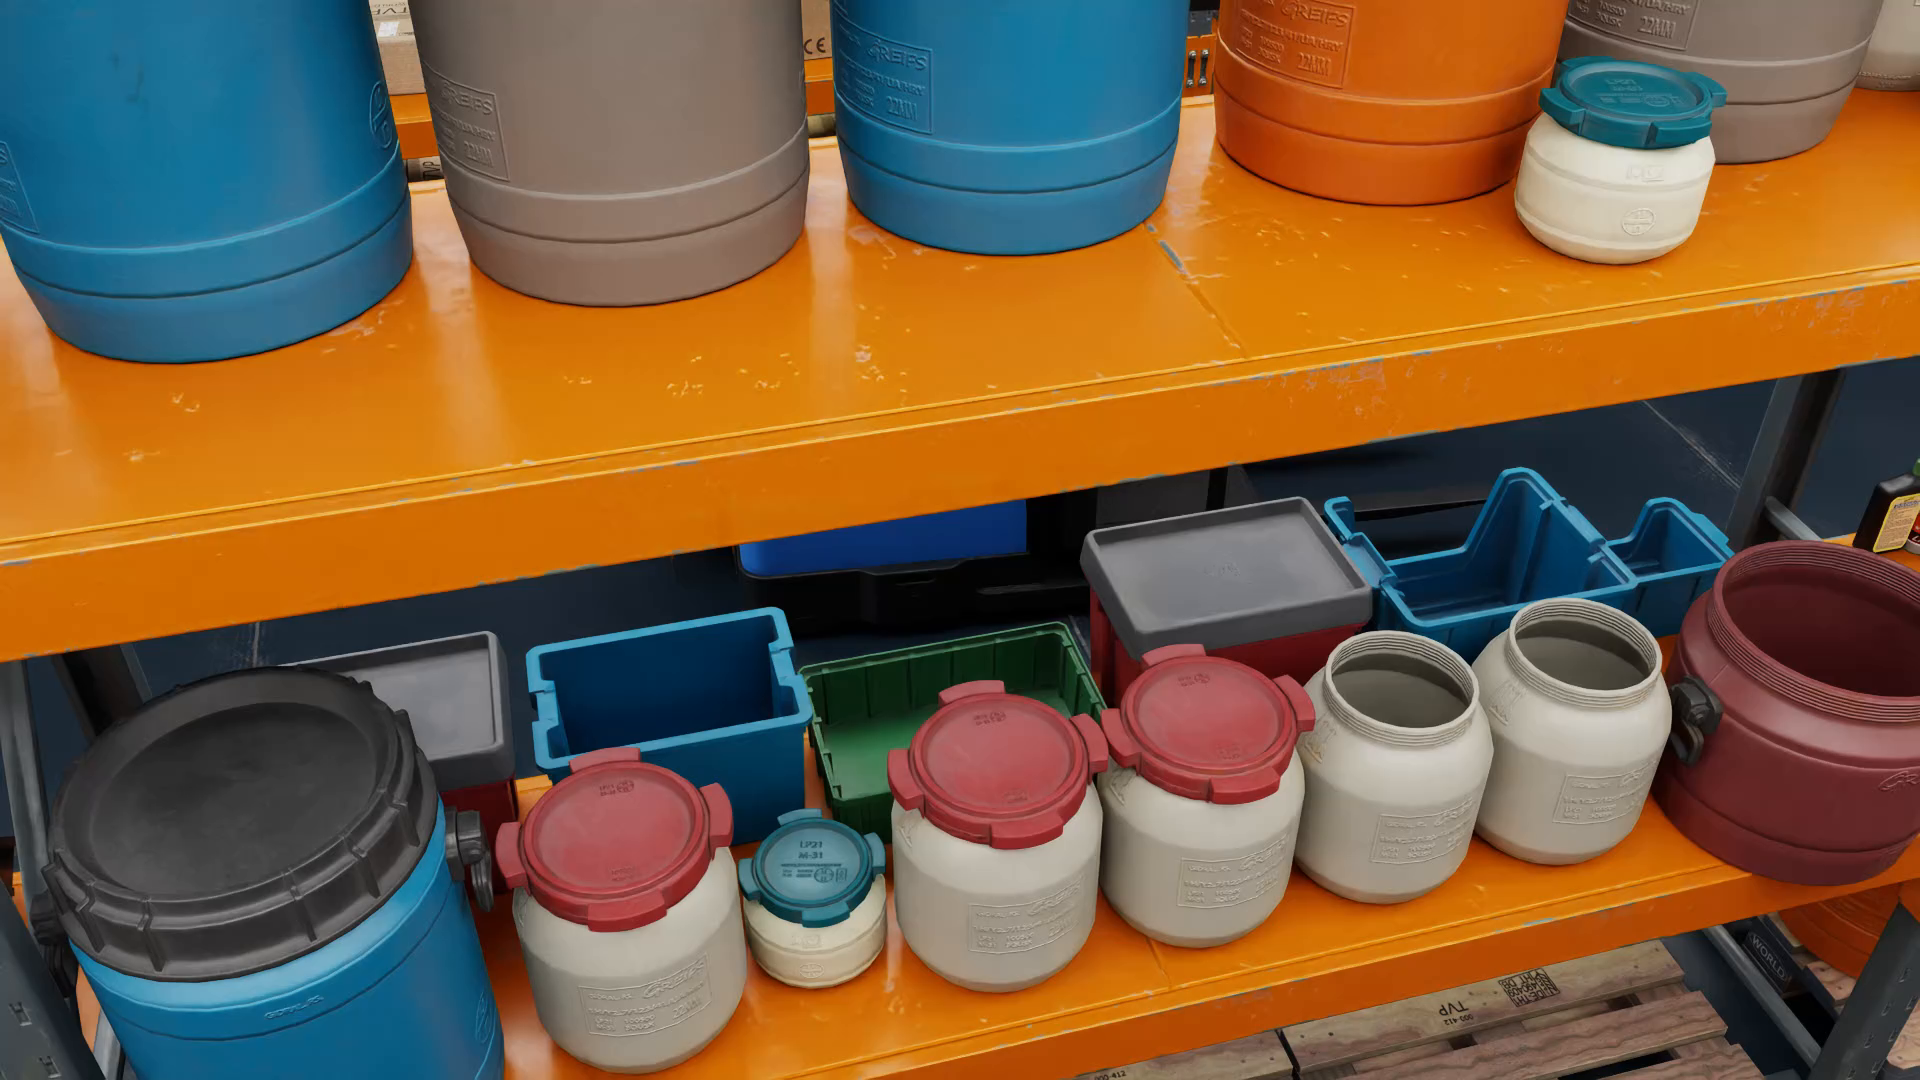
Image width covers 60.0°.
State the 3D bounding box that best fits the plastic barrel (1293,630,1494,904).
[{"bbox_3d":[0.902,0.488,3.551,0.421,0.512,0.421,0,37,0],"label":"plastic barrel"}]

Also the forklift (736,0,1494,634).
[{"bbox_3d":[0.615,-1.222,5.935,3.031,2.935,1.130,-5,38,-7],"label":"forklift"}]

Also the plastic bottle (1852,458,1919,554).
[{"bbox_3d":[2.526,-0.091,4.496,0.133,0.283,0.061,-9,38,-12],"label":"plastic bottle"}]

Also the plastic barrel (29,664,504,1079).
[{"bbox_3d":[-1.163,0.728,2.916,0.708,0.901,0.600,-9,38,-12],"label":"plastic barrel"}]

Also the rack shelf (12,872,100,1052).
[{"bbox_3d":[-3.546,1.413,3.026,4.000,0.370,1.077,-9,38,-12],"label":"rack shelf"}]

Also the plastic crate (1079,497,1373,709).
[{"bbox_3d":[0.607,0.228,3.930,0.583,0.464,0.402,-9,38,-12],"label":"plastic crate"}]

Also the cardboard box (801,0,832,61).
[{"bbox_3d":[-0.657,-2.493,7.458,0.500,0.500,0.500,-11,39,-14],"label":"cardboard box"}]

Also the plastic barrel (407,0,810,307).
[{"bbox_3d":[-0.549,-0.891,2.565,0.600,0.901,0.600,0,37,0],"label":"plastic barrel"}]

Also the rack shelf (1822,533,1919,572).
[{"bbox_3d":[4.177,0.146,4.682,4.000,0.370,1.077,-9,38,-12],"label":"rack shelf"}]

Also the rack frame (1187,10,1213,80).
[{"bbox_3d":[0.959,-2.729,7.848,0.127,3.000,1.000,-9,38,-12],"label":"rack frame"}]

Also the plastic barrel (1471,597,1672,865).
[{"bbox_3d":[1.309,0.421,3.639,0.421,0.512,0.421,0,37,0],"label":"plastic barrel"}]

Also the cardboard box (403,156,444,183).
[{"bbox_3d":[-2.587,-1.625,7.861,0.500,0.311,0.500,-9,38,-12],"label":"cardboard box"}]

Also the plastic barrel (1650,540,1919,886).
[{"bbox_3d":[1.878,0.374,3.680,0.708,0.536,0.600,-9,38,-12],"label":"plastic barrel"}]

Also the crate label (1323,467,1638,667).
[{"bbox_3d":[1.217,0.162,4.040,0.616,0.435,0.502,-9,38,-12],"label":"crate label"}]

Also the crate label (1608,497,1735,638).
[{"bbox_3d":[1.742,0.091,4.300,0.416,0.233,0.303,-9,38,-12],"label":"crate label"}]

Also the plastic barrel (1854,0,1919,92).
[{"bbox_3d":[1.867,-1.189,3.275,0.421,0.512,0.421,0,37,0],"label":"plastic barrel"}]

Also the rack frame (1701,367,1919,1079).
[{"bbox_3d":[2.247,0.177,4.049,0.127,3.000,1.000,-9,38,-12],"label":"rack frame"}]

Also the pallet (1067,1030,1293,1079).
[{"bbox_3d":[0.313,1.576,4.516,1.213,0.211,1.003,-9,38,-12],"label":"pallet"}]

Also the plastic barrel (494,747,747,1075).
[{"bbox_3d":[-0.634,0.734,3.210,0.433,0.535,0.433,0,37,0],"label":"plastic barrel"}]

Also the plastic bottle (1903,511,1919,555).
[{"bbox_3d":[2.642,-0.066,4.531,0.097,0.201,0.097,0,37,0],"label":"plastic bottle"}]

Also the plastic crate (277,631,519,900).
[{"bbox_3d":[-1.227,0.529,3.537,0.583,0.464,0.402,-9,38,-12],"label":"plastic crate"}]

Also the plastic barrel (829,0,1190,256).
[{"bbox_3d":[0.082,-0.995,2.700,0.708,0.901,0.600,-9,38,-12],"label":"plastic barrel"}]

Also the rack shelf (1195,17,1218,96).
[{"bbox_3d":[2.890,-2.760,8.481,4.000,0.370,1.077,-9,38,-12],"label":"rack shelf"}]

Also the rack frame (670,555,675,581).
[{"bbox_3d":[-1.138,-0.317,6.300,0.008,1.050,0.200,-5,38,-7],"label":"rack frame"}]

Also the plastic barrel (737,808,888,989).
[{"bbox_3d":[-0.297,0.746,3.420,0.301,0.262,0.301,0,37,0],"label":"plastic barrel"}]

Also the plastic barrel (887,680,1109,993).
[{"bbox_3d":[0.074,0.618,3.362,0.433,0.535,0.433,0,37,0],"label":"plastic barrel"}]

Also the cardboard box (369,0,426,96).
[{"bbox_3d":[-2.439,-2.139,7.201,0.500,0.250,0.500,-7,38,-9],"label":"cardboard box"}]

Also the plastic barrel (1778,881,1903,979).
[{"bbox_3d":[2.714,0.785,4.696,0.708,0.830,0.600,-9,38,-12],"label":"plastic barrel"}]

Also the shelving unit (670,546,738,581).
[{"bbox_3d":[-1.018,-0.328,6.315,0.252,1.050,0.215,-5,38,-7],"label":"shelving unit"}]

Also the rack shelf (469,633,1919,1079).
[{"bbox_3d":[0.316,0.780,3.854,4.000,0.370,1.077,-9,38,-12],"label":"rack shelf"}]

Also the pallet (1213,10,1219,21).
[{"bbox_3d":[1.595,-2.801,8.101,1.003,0.211,1.213,-9,38,-12],"label":"pallet"}]

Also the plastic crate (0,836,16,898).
[{"bbox_3d":[-2.154,0.844,3.229,0.504,0.338,0.767,-9,38,-12],"label":"plastic crate"}]

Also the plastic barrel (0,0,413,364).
[{"bbox_3d":[-1.181,-0.787,2.429,0.708,0.901,0.600,-9,38,-12],"label":"plastic barrel"}]

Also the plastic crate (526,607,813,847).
[{"bbox_3d":[-0.631,0.460,3.693,0.575,0.384,0.392,-9,38,-12],"label":"plastic crate"}]

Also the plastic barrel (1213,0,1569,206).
[{"bbox_3d":[0.766,-1.078,2.868,0.708,0.830,0.600,-9,38,-12],"label":"plastic barrel"}]

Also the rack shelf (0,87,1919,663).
[{"bbox_3d":[0.316,-0.412,2.942,4.000,0.370,1.077,-9,38,-12],"label":"rack shelf"}]

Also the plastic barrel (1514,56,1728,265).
[{"bbox_3d":[1.080,-0.621,2.738,0.301,0.262,0.301,0,37,0],"label":"plastic barrel"}]

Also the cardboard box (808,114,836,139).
[{"bbox_3d":[-0.621,-1.948,8.283,0.500,0.311,0.500,-10,39,-13],"label":"cardboard box"}]

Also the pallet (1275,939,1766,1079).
[{"bbox_3d":[1.489,1.385,4.766,1.213,0.211,1.003,-9,38,-12],"label":"pallet"}]

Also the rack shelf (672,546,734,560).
[{"bbox_3d":[-1.018,-0.099,6.490,0.240,0.259,0.215,-5,38,-7],"label":"rack shelf"}]

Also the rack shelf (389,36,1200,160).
[{"bbox_3d":[-0.972,-2.126,7.653,4.000,0.370,1.077,-9,38,-12],"label":"rack shelf"}]

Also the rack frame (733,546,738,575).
[{"bbox_3d":[-0.897,-0.340,6.330,0.008,1.050,0.200,-5,38,-7],"label":"rack frame"}]

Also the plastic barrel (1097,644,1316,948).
[{"bbox_3d":[0.492,0.549,3.451,0.433,0.535,0.433,0,37,0],"label":"plastic barrel"}]

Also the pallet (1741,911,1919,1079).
[{"bbox_3d":[2.997,1.136,5.092,1.213,0.211,1.003,-9,38,-12],"label":"pallet"}]

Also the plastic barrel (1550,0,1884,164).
[{"bbox_3d":[1.397,-1.210,2.982,0.600,0.901,0.600,0,37,0],"label":"plastic barrel"}]

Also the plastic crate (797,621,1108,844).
[{"bbox_3d":[-0.007,0.454,3.863,0.662,0.188,0.450,-9,38,-12],"label":"plastic crate"}]
